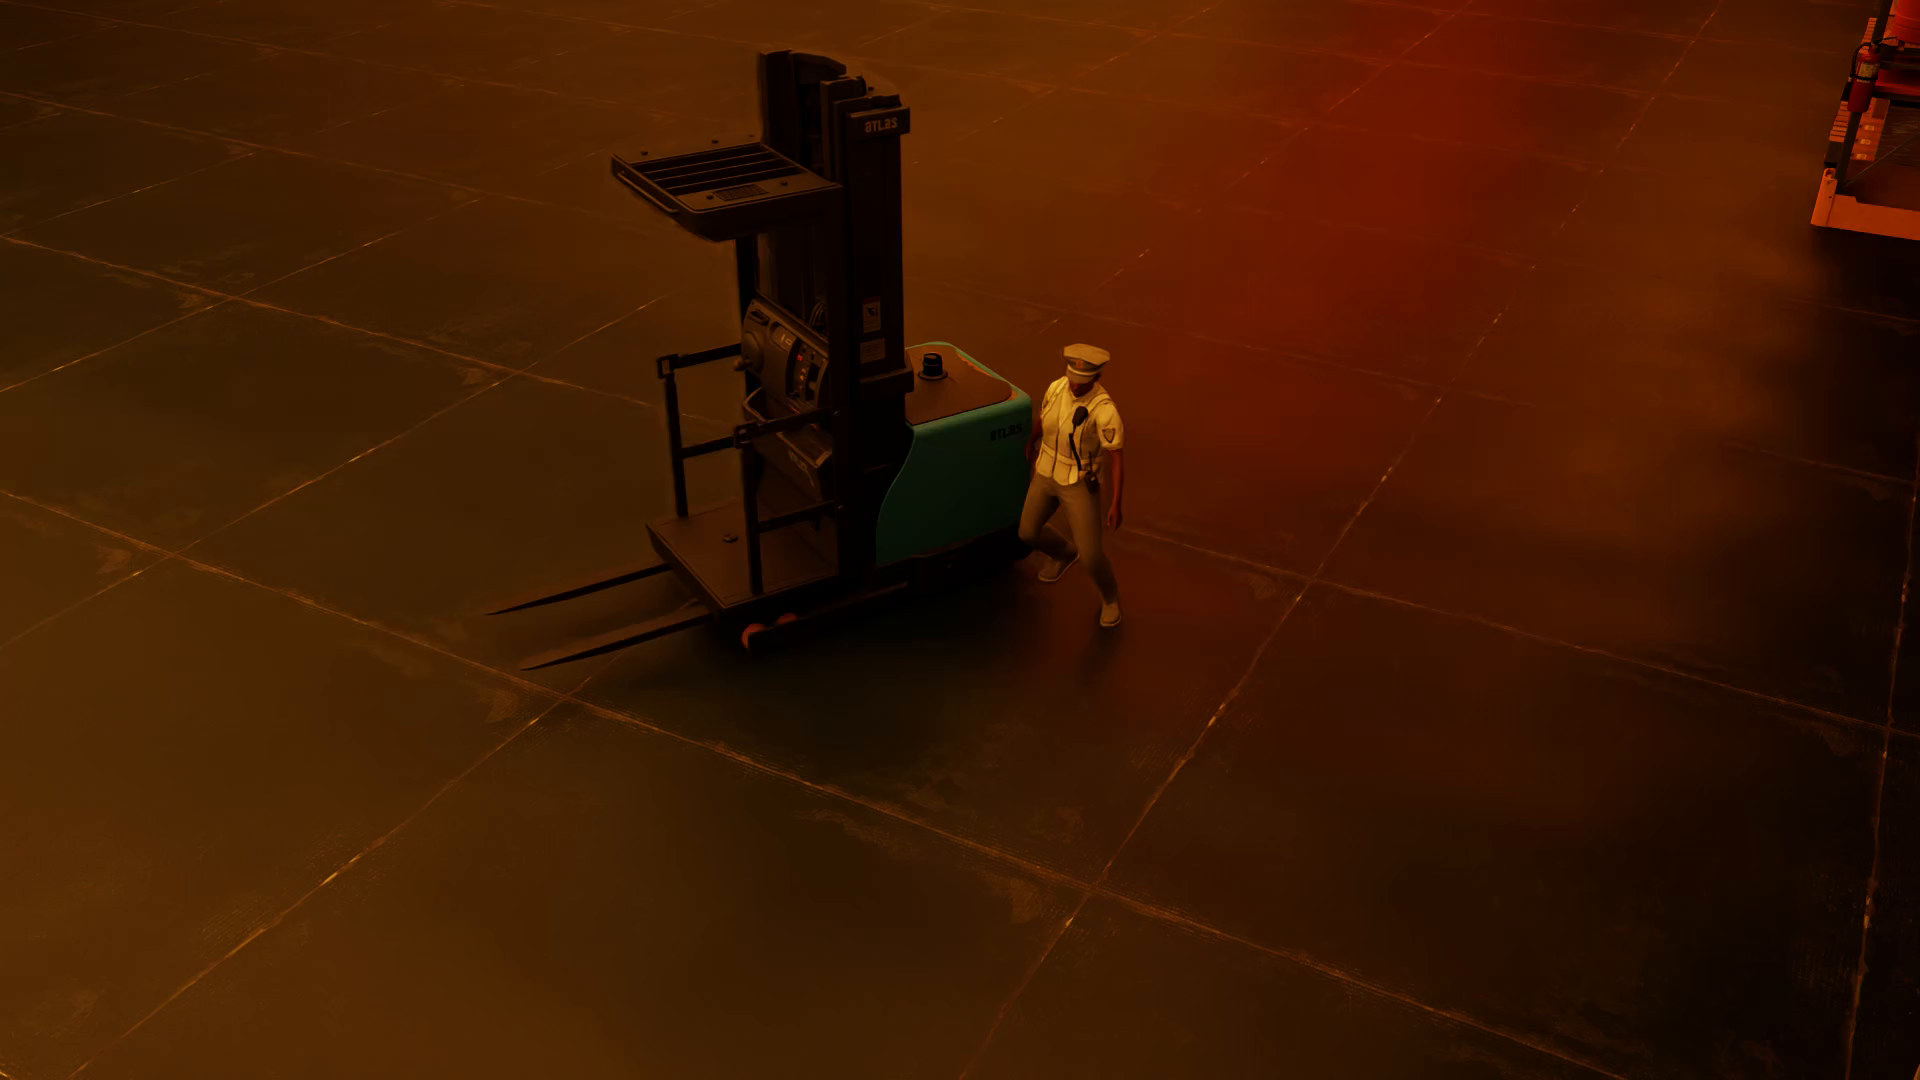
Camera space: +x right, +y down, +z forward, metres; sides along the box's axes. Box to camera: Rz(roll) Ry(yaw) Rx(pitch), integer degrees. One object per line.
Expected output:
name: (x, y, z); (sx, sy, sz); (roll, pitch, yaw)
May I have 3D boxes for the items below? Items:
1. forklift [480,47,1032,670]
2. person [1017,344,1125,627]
forklift: (-1.107, -0.956, 8.728); (3.031, 2.935, 1.130); (-17, 34, -27)
person: (0.618, -0.364, 9.069); (0.467, 1.589, 0.799); (-25, 38, -36)
